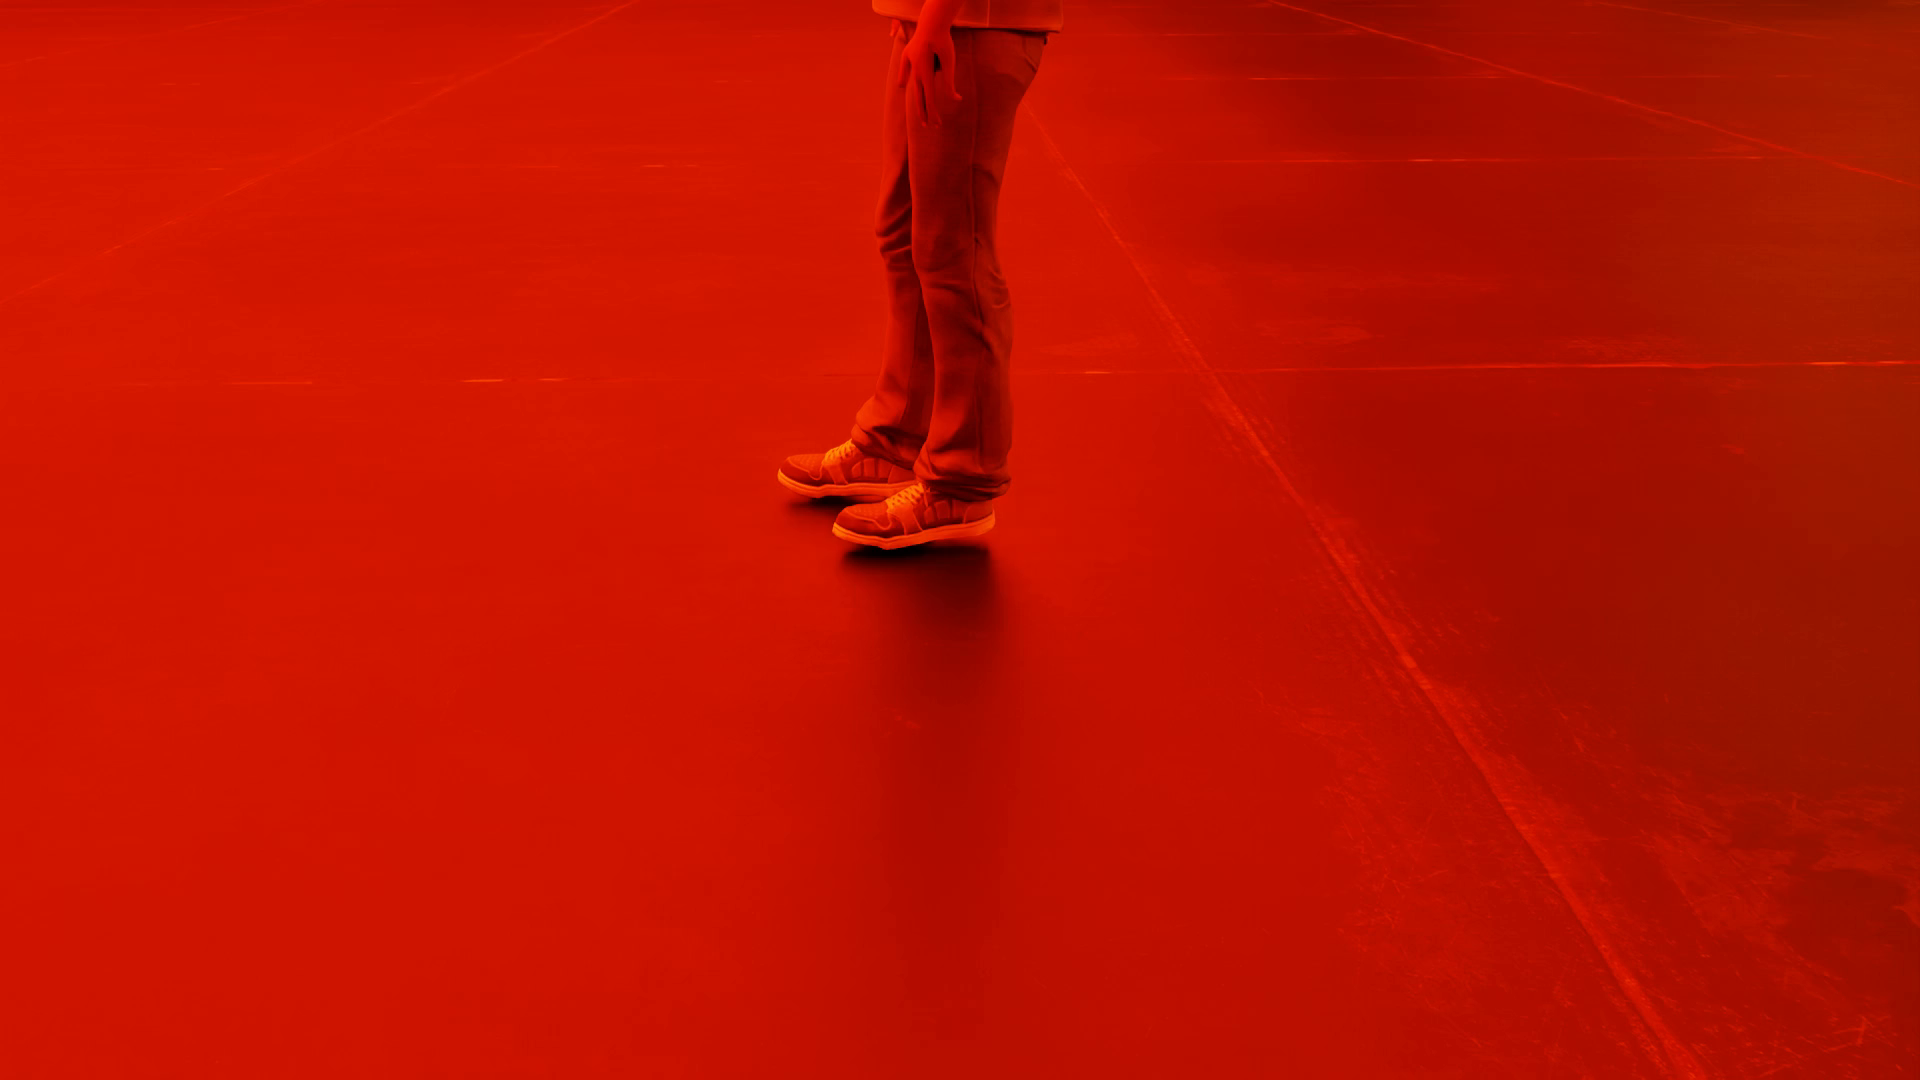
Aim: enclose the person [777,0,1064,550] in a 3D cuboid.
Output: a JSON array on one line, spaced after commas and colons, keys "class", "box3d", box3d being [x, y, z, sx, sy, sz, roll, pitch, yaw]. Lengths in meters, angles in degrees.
[{"class": "person", "box3d": [-0.075, -0.755, 2.452, 0.473, 1.599, 0.520, -1, 21, -3]}]
